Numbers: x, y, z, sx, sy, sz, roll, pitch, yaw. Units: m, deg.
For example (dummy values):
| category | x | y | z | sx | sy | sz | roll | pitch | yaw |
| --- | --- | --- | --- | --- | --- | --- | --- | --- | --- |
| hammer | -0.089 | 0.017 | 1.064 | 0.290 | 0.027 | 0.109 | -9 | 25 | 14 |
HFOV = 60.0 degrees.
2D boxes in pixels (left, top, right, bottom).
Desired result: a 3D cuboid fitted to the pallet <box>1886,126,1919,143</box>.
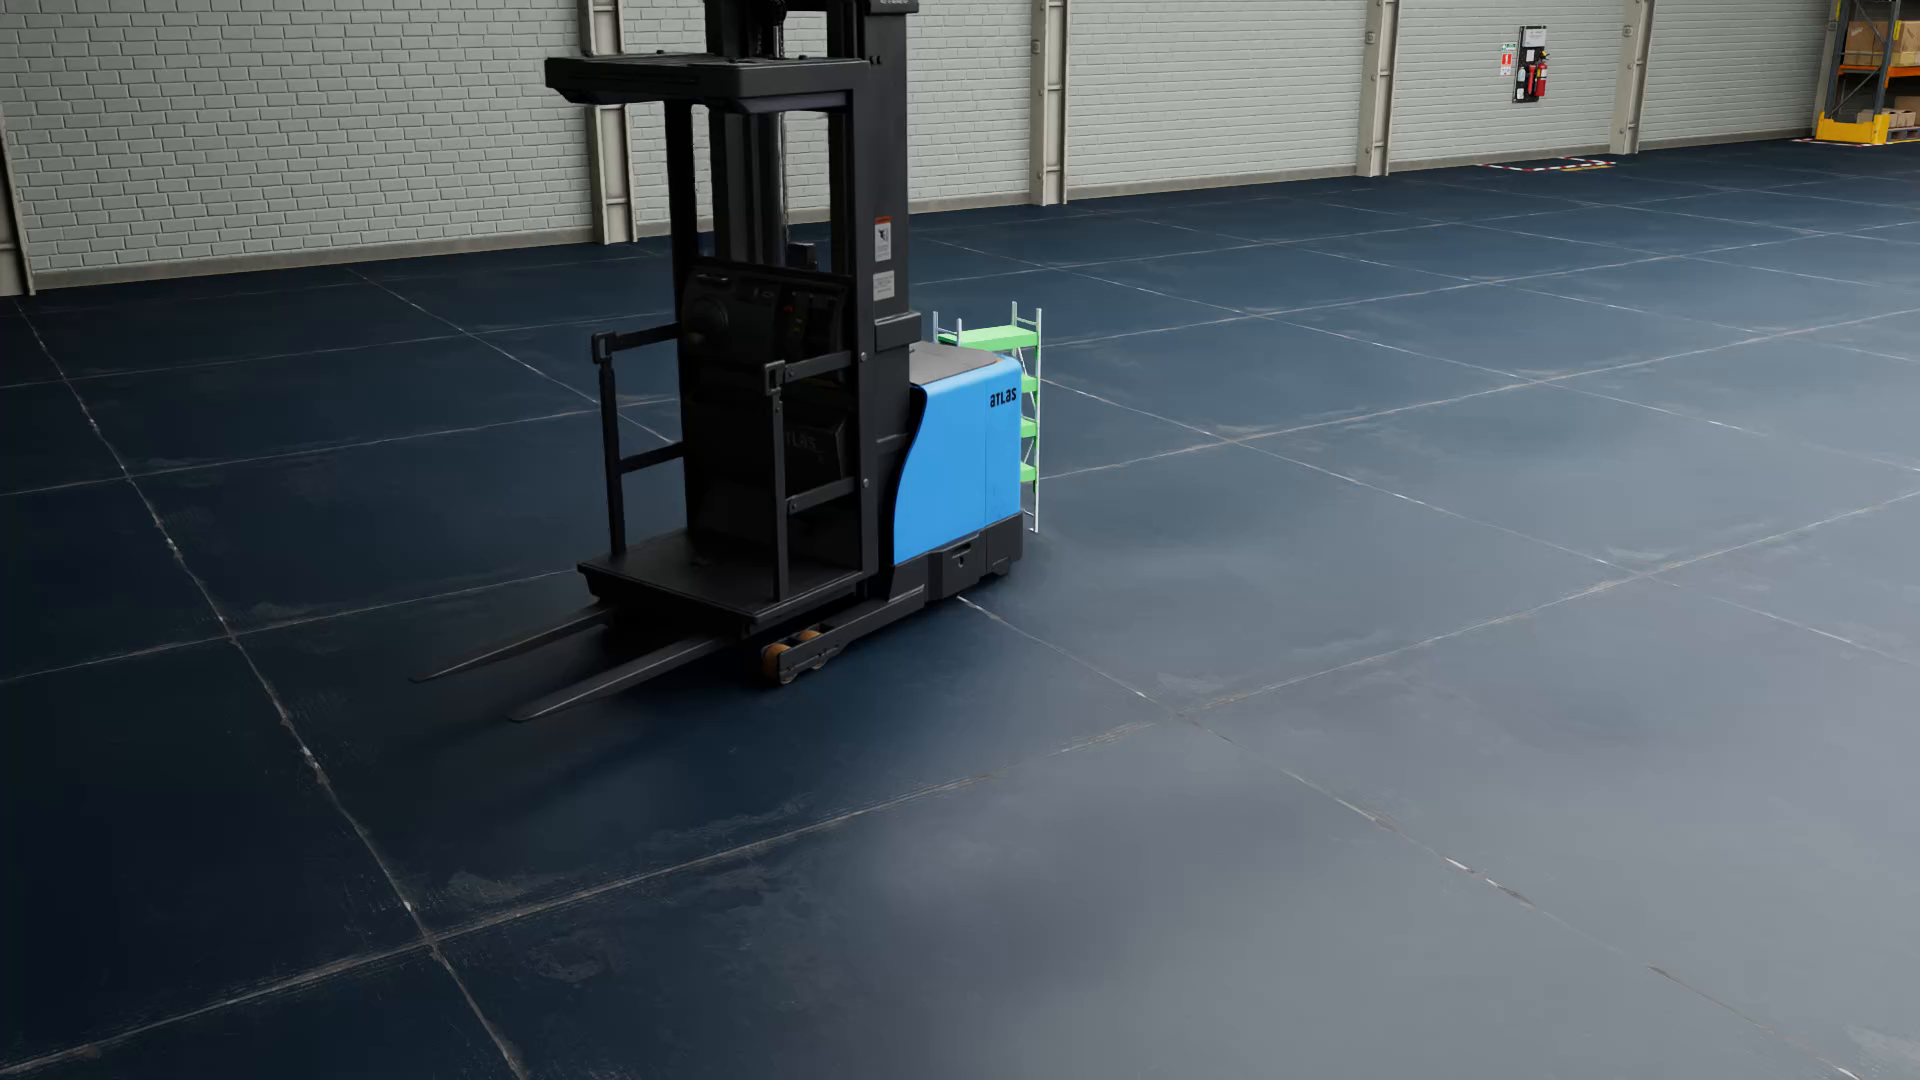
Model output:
| category | x | y | z | sx | sy | sz | roll | pitch | yaw |
| --- | --- | --- | --- | --- | --- | --- | --- | --- | --- |
| pallet | 16.836 | -7.471 | 30.515 | 1.213 | 0.211 | 1.003 | -12 | 22 | -31 |

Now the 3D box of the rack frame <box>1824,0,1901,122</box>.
| category | x | y | z | sx | sy | sz | roll | pitch | yaw |
| --- | --- | --- | --- | --- | --- | --- | --- | --- | --- |
| rack frame | 16.074 | -8.645 | 29.633 | 0.127 | 3.000 | 1.000 | -12 | 22 | -31 |

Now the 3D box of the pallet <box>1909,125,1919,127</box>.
| category | x | y | z | sx | sy | sz | roll | pitch | yaw |
| --- | --- | --- | --- | --- | --- | --- | --- | --- | --- |
| pallet | 17.854 | -7.685 | 31.147 | 1.213 | 0.211 | 1.003 | -12 | 22 | -31 |

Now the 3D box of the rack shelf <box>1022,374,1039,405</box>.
| category | x | y | z | sx | sy | sz | roll | pitch | yaw |
| --- | --- | --- | --- | --- | --- | --- | --- | --- | --- |
| rack shelf | 0.138 | -0.764 | 8.583 | 0.480 | 0.148 | 0.258 | -12 | 22 | -31 |

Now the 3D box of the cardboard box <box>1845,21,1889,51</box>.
| category | x | y | z | sx | sy | sz | roll | pitch | yaw |
| --- | --- | --- | --- | --- | --- | --- | --- | --- | --- |
| cardboard box | 16.351 | -9.079 | 29.948 | 0.500 | 0.500 | 0.500 | -12 | 22 | -32 |

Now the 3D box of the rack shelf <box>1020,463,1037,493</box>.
| category | x | y | z | sx | sy | sz | roll | pitch | yaw |
| --- | --- | --- | --- | --- | --- | --- | --- | --- | --- |
| rack shelf | 0.138 | -0.310 | 8.736 | 0.480 | 0.148 | 0.258 | -12 | 22 | -31 |

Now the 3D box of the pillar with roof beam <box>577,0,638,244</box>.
| category | x | y | z | sx | sy | sz | roll | pitch | yaw |
| --- | --- | --- | --- | --- | --- | --- | --- | --- | --- |
| pillar with roof beam | -1.493 | -6.463 | 13.811 | 0.400 | 9.000 | 9.100 | -12 | 22 | -31 |

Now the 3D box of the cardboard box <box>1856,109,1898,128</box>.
| category | x | y | z | sx | sy | sz | roll | pitch | yaw |
| --- | --- | --- | --- | --- | --- | --- | --- | --- | --- |
| cardboard box | 16.702 | -7.678 | 30.283 | 0.500 | 0.311 | 0.500 | -15 | 24 | -37 |

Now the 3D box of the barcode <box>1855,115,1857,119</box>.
| category | x | y | z | sx | sy | sz | roll | pitch | yaw |
| --- | --- | --- | --- | --- | --- | --- | --- | --- | --- |
| barcode | 16.497 | -7.792 | 30.607 | 0.075 | 0.075 | 0.001 | -12 | 22 | -31 |

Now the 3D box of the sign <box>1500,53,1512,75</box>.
| category | x | y | z | sx | sy | sz | roll | pitch | yaw |
| --- | --- | --- | --- | --- | --- | --- | --- | --- | --- |
| sign | 8.569 | -7.465 | 26.087 | 0.234 | 0.329 | 0.001 | -12 | 22 | -31 |

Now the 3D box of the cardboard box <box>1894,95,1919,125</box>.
| category | x | y | z | sx | sy | sz | roll | pitch | yaw |
| --- | --- | --- | --- | --- | --- | --- | --- | --- | --- |
| cardboard box | 17.818 | -7.984 | 30.892 | 0.500 | 0.500 | 0.700 | -14 | 23 | -35 |

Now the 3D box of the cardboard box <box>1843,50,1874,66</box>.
| category | x | y | z | sx | sy | sz | roll | pitch | yaw |
| --- | --- | --- | --- | --- | --- | --- | --- | --- | --- |
| cardboard box | 16.358 | -8.718 | 30.051 | 0.500 | 0.250 | 0.500 | -12 | 22 | -31 |

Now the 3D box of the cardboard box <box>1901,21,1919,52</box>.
| category | x | y | z | sx | sy | sz | roll | pitch | yaw |
| --- | --- | --- | --- | --- | --- | --- | --- | --- | --- |
| cardboard box | 17.057 | -9.027 | 29.795 | 0.500 | 0.500 | 0.500 | -12 | 22 | -31 |

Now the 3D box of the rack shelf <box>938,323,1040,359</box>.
| category | x | y | z | sx | sy | sz | roll | pitch | yaw |
| --- | --- | --- | --- | --- | --- | --- | --- | --- | --- |
| rack shelf | 0.138 | -0.992 | 8.506 | 0.480 | 0.148 | 0.258 | -12 | 22 | -31 |

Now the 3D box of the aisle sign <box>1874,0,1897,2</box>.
| category | x | y | z | sx | sy | sz | roll | pitch | yaw |
| --- | --- | --- | --- | --- | --- | --- | --- | --- | --- |
| aisle sign | 16.179 | -9.784 | 28.942 | 0.004 | 0.787 | 0.394 | -12 | 22 | -31 |

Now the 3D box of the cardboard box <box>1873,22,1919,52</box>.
| category | x | y | z | sx | sy | sz | roll | pitch | yaw |
| --- | --- | --- | --- | --- | --- | --- | --- | --- | --- |
| cardboard box | 16.638 | -8.943 | 29.545 | 0.500 | 0.500 | 0.500 | -12 | 22 | -31 |

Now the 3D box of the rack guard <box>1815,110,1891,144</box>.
| category | x | y | z | sx | sy | sz | roll | pitch | yaw |
| --- | --- | --- | --- | --- | --- | --- | --- | --- | --- |
| rack guard | 16.138 | -7.475 | 30.073 | 0.348 | 0.500 | 1.175 | -12 | 22 | -31 |

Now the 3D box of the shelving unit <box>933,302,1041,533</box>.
| category | x | y | z | sx | sy | sz | roll | pitch | yaw |
| --- | --- | --- | --- | --- | --- | --- | --- | --- | --- |
| shelving unit | 0.138 | -0.598 | 8.639 | 0.503 | 1.200 | 0.258 | -12 | 22 | -31 |

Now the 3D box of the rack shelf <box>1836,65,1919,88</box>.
| category | x | y | z | sx | sy | sz | roll | pitch | yaw |
| --- | --- | --- | --- | --- | --- | --- | --- | --- | --- |
| rack shelf | 17.745 | -8.657 | 30.791 | 4.000 | 0.370 | 1.077 | -12 | 22 | -31 |

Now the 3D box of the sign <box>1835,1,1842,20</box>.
| category | x | y | z | sx | sy | sz | roll | pitch | yaw |
| --- | --- | --- | --- | --- | --- | --- | --- | --- | --- |
| sign | 15.786 | -9.496 | 29.847 | 0.005 | 0.325 | 0.100 | -12 | 22 | -31 |

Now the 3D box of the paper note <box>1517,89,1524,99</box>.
| category | x | y | z | sx | sy | sz | roll | pitch | yaw |
| --- | --- | --- | --- | --- | --- | --- | --- | --- | --- |
| paper note | 8.902 | -7.088 | 26.403 | 0.142 | 0.148 | 0.016 | -12 | 22 | -31 |

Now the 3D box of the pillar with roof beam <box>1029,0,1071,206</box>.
| category | x | y | z | sx | sy | sz | roll | pitch | yaw |
| --- | --- | --- | --- | --- | --- | --- | --- | --- | --- |
| pillar with roof beam | 3.518 | -7.520 | 16.937 | 0.400 | 9.000 | 9.100 | -12 | 22 | -31 |

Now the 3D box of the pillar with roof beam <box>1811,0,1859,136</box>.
| category | x | y | z | sx | sy | sz | roll | pitch | yaw |
| --- | --- | --- | --- | --- | --- | --- | --- | --- | --- |
| pillar with roof beam | 18.551 | -10.690 | 26.316 | 0.400 | 9.000 | 9.100 | -12 | 22 | -31 |

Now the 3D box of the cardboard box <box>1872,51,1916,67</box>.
| category | x | y | z | sx | sy | sz | roll | pitch | yaw |
| --- | --- | --- | --- | --- | --- | --- | --- | --- | --- |
| cardboard box | 16.657 | -8.585 | 29.657 | 0.500 | 0.250 | 0.500 | -13 | 22 | -33 |

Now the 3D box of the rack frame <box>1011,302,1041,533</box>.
| category | x | y | z | sx | sy | sz | roll | pitch | yaw |
| --- | --- | --- | --- | --- | --- | --- | --- | --- | --- |
| rack frame | 0.342 | -0.641 | 8.766 | 0.015 | 1.200 | 0.240 | -12 | 22 | -31 |

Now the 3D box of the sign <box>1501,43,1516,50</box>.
| category | x | y | z | sx | sy | sz | roll | pitch | yaw |
| --- | --- | --- | --- | --- | --- | --- | --- | --- | --- |
| sign | 8.578 | -7.715 | 25.997 | 0.331 | 0.109 | 0.001 | -12 | 22 | -31 |

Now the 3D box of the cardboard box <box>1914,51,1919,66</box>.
| category | x | y | z | sx | sy | sz | roll | pitch | yaw |
| --- | --- | --- | --- | --- | --- | --- | --- | --- | --- |
| cardboard box | 17.082 | -8.680 | 29.939 | 0.500 | 0.250 | 0.500 | -13 | 22 | -33 |

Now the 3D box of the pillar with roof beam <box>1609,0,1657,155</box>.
| category | x | y | z | sx | sy | sz | roll | pitch | yaw |
| --- | --- | --- | --- | --- | --- | --- | --- | --- | --- |
| pillar with roof beam | 13.540 | -9.634 | 23.190 | 0.400 | 9.000 | 9.100 | -12 | 22 | -31 |

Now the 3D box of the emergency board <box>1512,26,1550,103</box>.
| category | x | y | z | sx | sy | sz | roll | pitch | yaw |
| --- | --- | --- | --- | --- | --- | --- | --- | --- | --- |
| emergency board | 9.087 | -7.518 | 26.299 | 0.643 | 1.169 | 0.194 | -12 | 22 | -31 |

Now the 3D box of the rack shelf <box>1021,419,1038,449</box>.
| category | x | y | z | sx | sy | sz | roll | pitch | yaw |
| --- | --- | --- | --- | --- | --- | --- | --- | --- | --- |
| rack shelf | 0.138 | -0.537 | 8.659 | 0.480 | 0.148 | 0.258 | -12 | 22 | -31 |

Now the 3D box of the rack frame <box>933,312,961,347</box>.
| category | x | y | z | sx | sy | sz | roll | pitch | yaw |
| --- | --- | --- | --- | --- | --- | --- | --- | --- | --- |
| rack frame | -0.066 | -0.555 | 8.512 | 0.015 | 1.200 | 0.240 | -12 | 22 | -31 |

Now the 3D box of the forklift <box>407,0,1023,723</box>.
| category | x | y | z | sx | sy | sz | roll | pitch | yaw |
| --- | --- | --- | --- | --- | --- | --- | --- | --- | --- |
| forklift | -0.975 | -0.963 | 7.018 | 1.130 | 2.935 | 3.031 | 14 | 23 | 35 |

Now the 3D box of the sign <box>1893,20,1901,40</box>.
| category | x | y | z | sx | sy | sz | roll | pitch | yaw |
| --- | --- | --- | --- | --- | --- | --- | --- | --- | --- |
| sign | 16.373 | -8.910 | 29.066 | 0.005 | 0.325 | 0.100 | -12 | 22 | -31 |

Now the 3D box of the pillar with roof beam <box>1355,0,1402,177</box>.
| category | x | y | z | sx | sy | sz | roll | pitch | yaw |
| --- | --- | --- | --- | --- | --- | --- | --- | --- | --- |
| pillar with roof beam | 8.529 | -8.577 | 20.064 | 0.400 | 9.000 | 9.100 | -12 | 22 | -31 |

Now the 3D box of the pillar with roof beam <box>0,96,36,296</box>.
| category | x | y | z | sx | sy | sz | roll | pitch | yaw |
| --- | --- | --- | --- | --- | --- | --- | --- | --- | --- |
| pillar with roof beam | -6.504 | -5.406 | 10.685 | 0.400 | 9.000 | 9.100 | -12 | 22 | -31 |

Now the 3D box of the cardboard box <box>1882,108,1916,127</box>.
| category | x | y | z | sx | sy | sz | roll | pitch | yaw |
| --- | --- | --- | --- | --- | --- | --- | --- | --- | --- |
| cardboard box | 17.178 | -7.778 | 30.580 | 0.500 | 0.311 | 0.500 | -10 | 21 | -27 |
